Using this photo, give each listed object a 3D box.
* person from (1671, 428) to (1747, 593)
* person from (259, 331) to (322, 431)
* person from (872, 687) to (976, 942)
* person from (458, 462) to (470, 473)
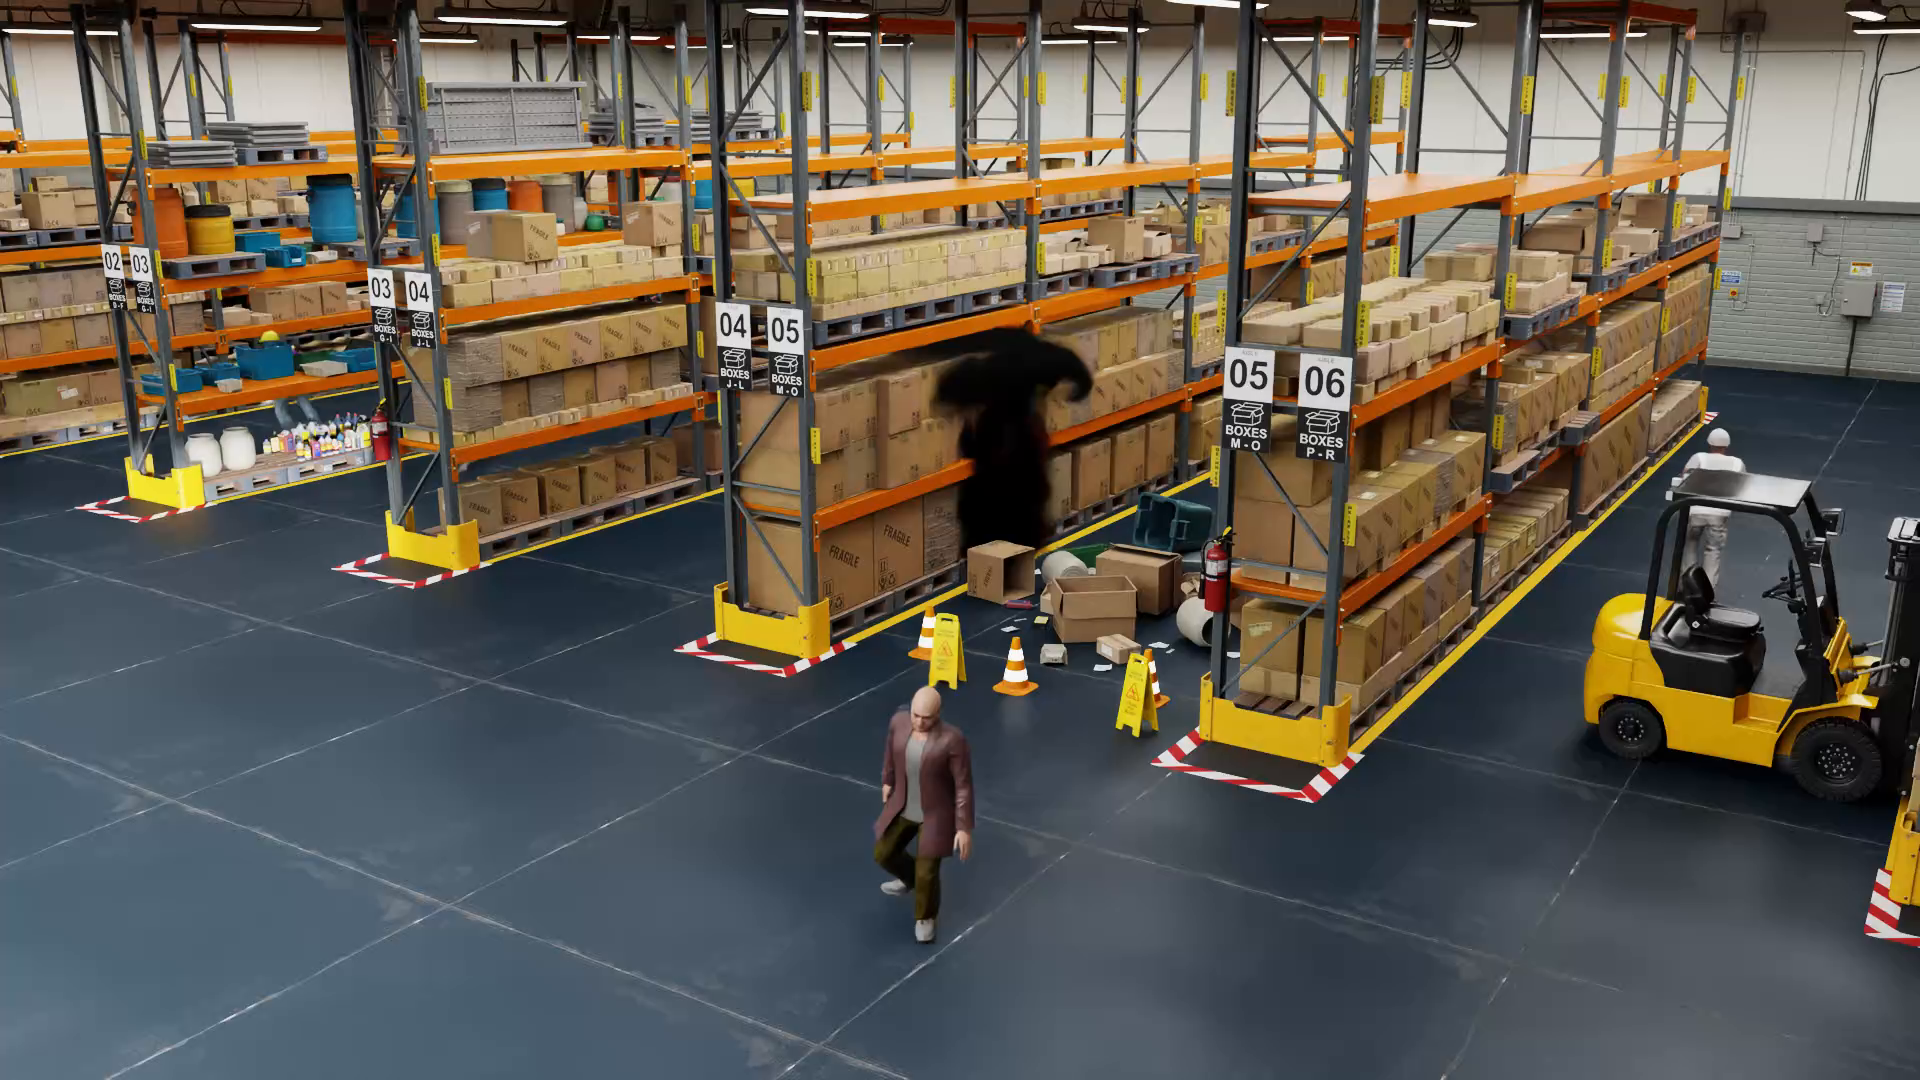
[{"bbox_3d":[7.556,-0.236,16.828,0.703,1.747,1.001,7,17,23],"label":"person"},{"bbox_3d":[-9.708,-2.227,24.126,0.718,1.678,0.899,2,16,7],"label":"person"},{"bbox_3d":[-0.203,1.615,10.212,0.865,1.700,0.652,9,18,29],"label":"person"},{"bbox_3d":[-6.798,-1.852,22.594,0.641,1.848,0.784,5,16,16],"label":"person"}]
